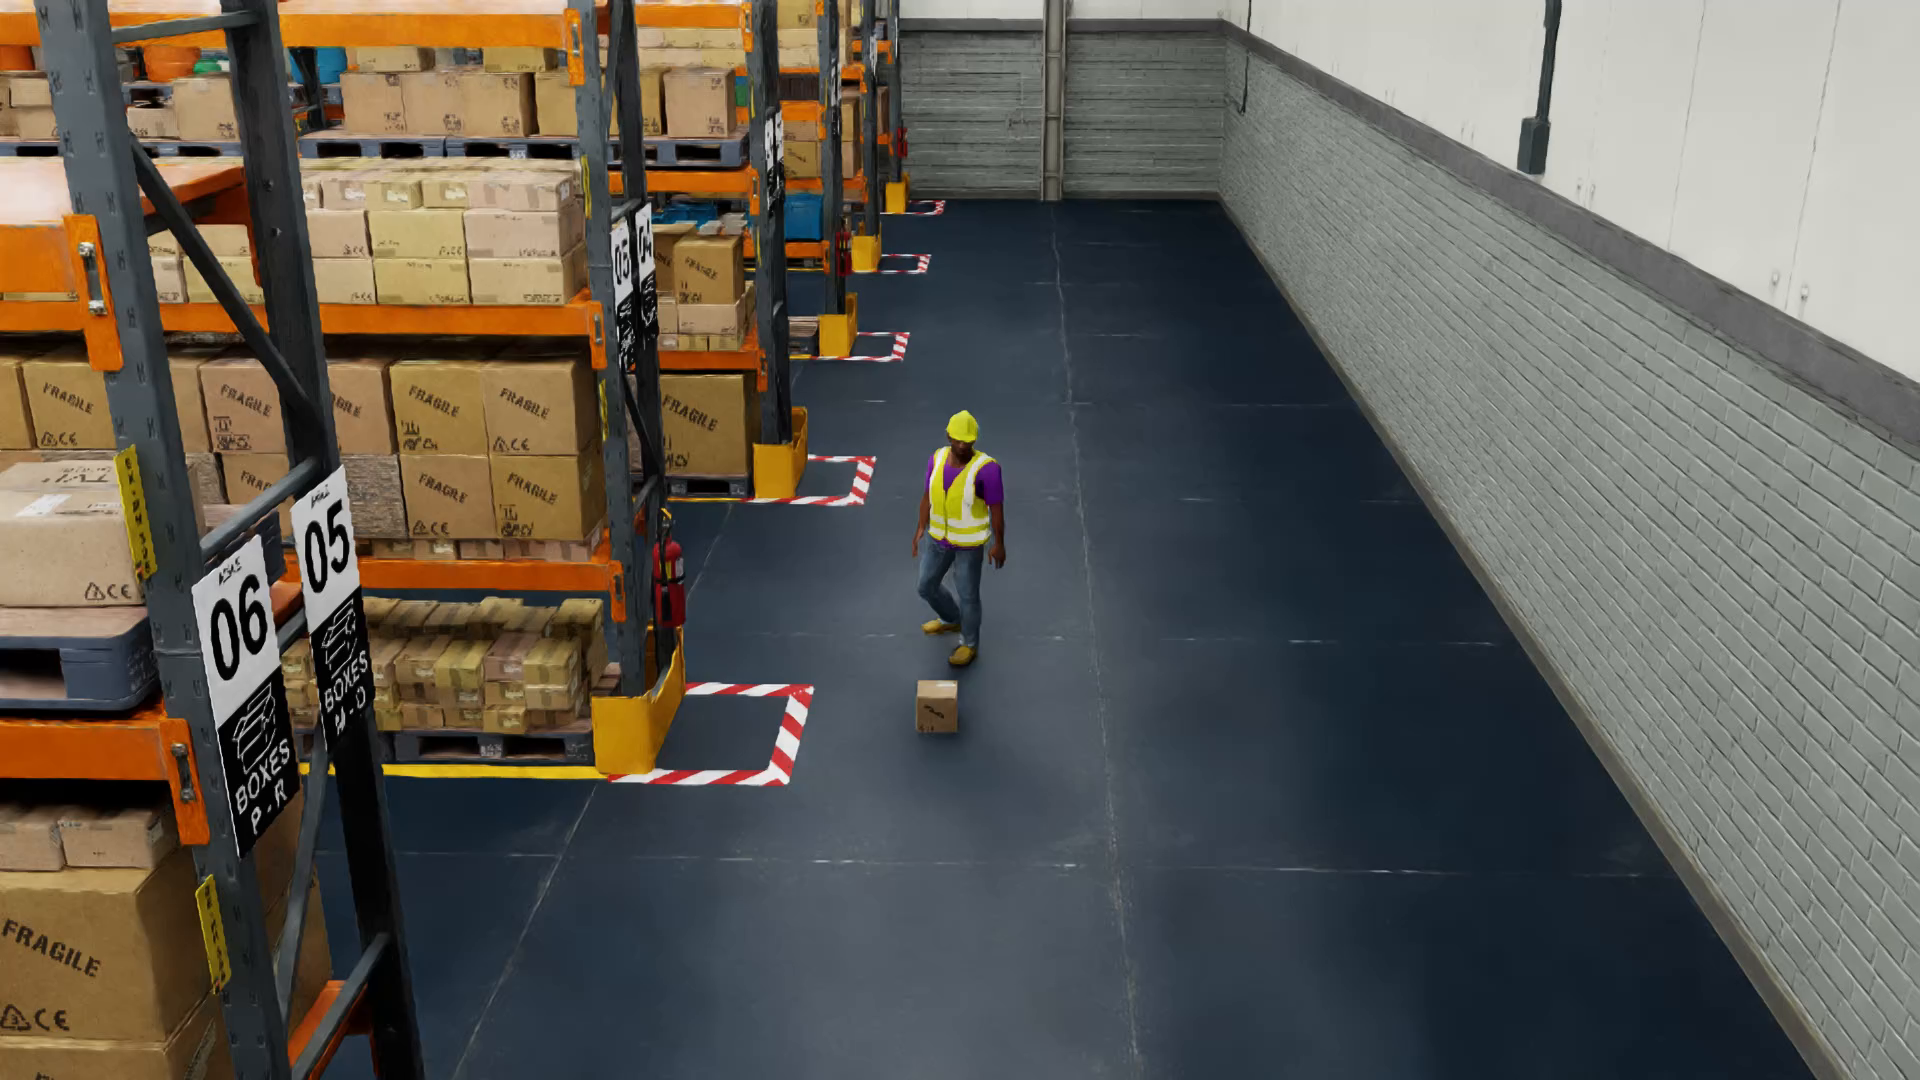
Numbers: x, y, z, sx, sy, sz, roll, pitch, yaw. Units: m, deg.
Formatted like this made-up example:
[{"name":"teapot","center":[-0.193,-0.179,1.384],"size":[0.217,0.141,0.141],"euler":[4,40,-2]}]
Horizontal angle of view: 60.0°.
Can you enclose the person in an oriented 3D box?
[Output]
[{"name":"person","center":[-0.019,-0.021,11.102],"size":[0.729,1.723,0.448],"euler":[14,25,34]}]
